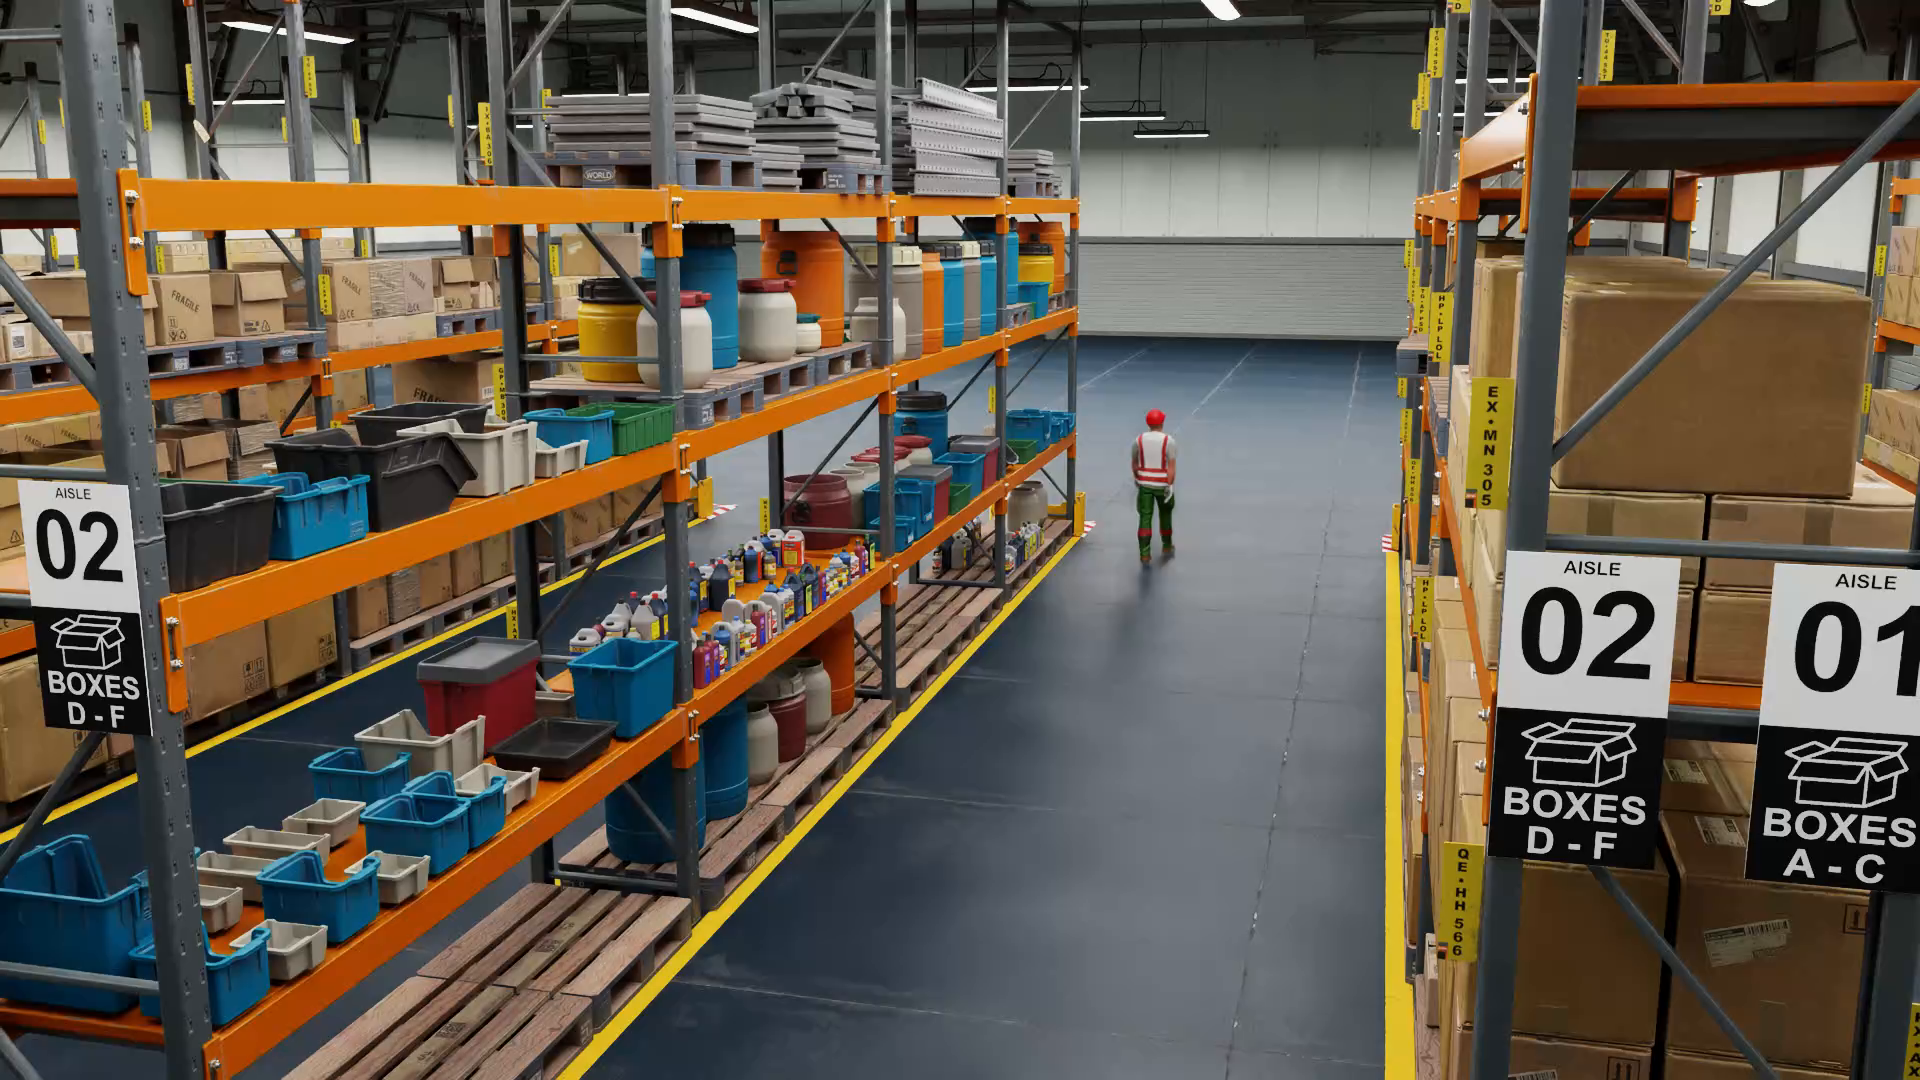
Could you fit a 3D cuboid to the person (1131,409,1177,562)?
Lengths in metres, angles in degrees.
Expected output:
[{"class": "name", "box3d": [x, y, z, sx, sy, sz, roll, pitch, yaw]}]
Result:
[{"class": "person", "box3d": [2.246, -0.667, 19.152, 0.536, 1.729, 1.045, 3, 12, 15]}]
